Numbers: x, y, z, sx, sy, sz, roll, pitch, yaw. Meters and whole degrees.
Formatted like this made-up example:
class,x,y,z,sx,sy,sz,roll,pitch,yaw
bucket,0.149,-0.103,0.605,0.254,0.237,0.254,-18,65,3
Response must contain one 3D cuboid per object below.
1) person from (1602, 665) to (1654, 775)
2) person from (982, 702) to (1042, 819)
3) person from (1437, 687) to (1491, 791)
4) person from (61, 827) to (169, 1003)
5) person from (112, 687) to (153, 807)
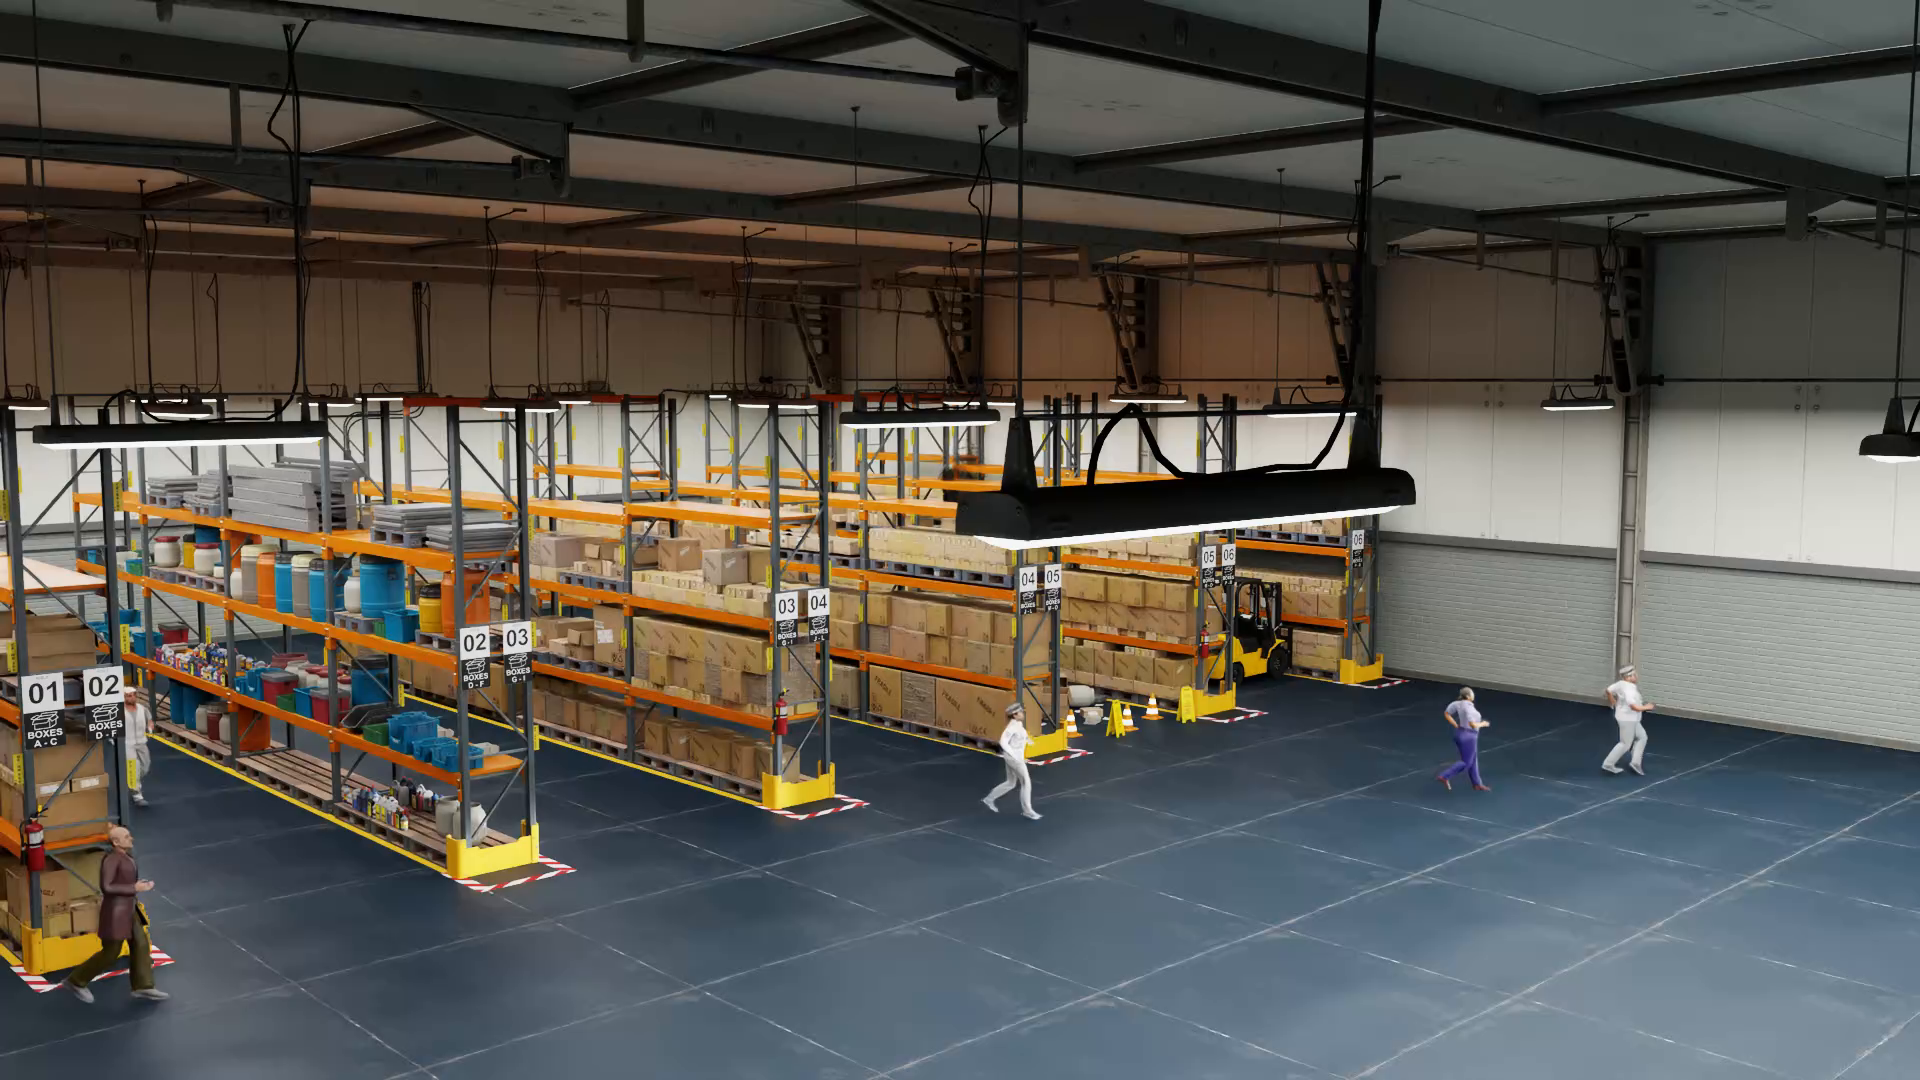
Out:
class,x,y,z,sx,sy,sz,roll,pitch,yaw
person,10.695,2.904,26.641,0.773,1.830,0.670,1,6,9
person,0.766,3.174,23.981,0.828,1.712,0.602,0,6,-3
person,7.705,3.055,25.359,0.925,1.634,0.606,-1,6,-8
person,-8.590,3.813,16.921,0.973,1.796,0.718,-1,6,-11
person,-12.355,3.059,24.804,0.868,1.760,0.669,5,7,40
